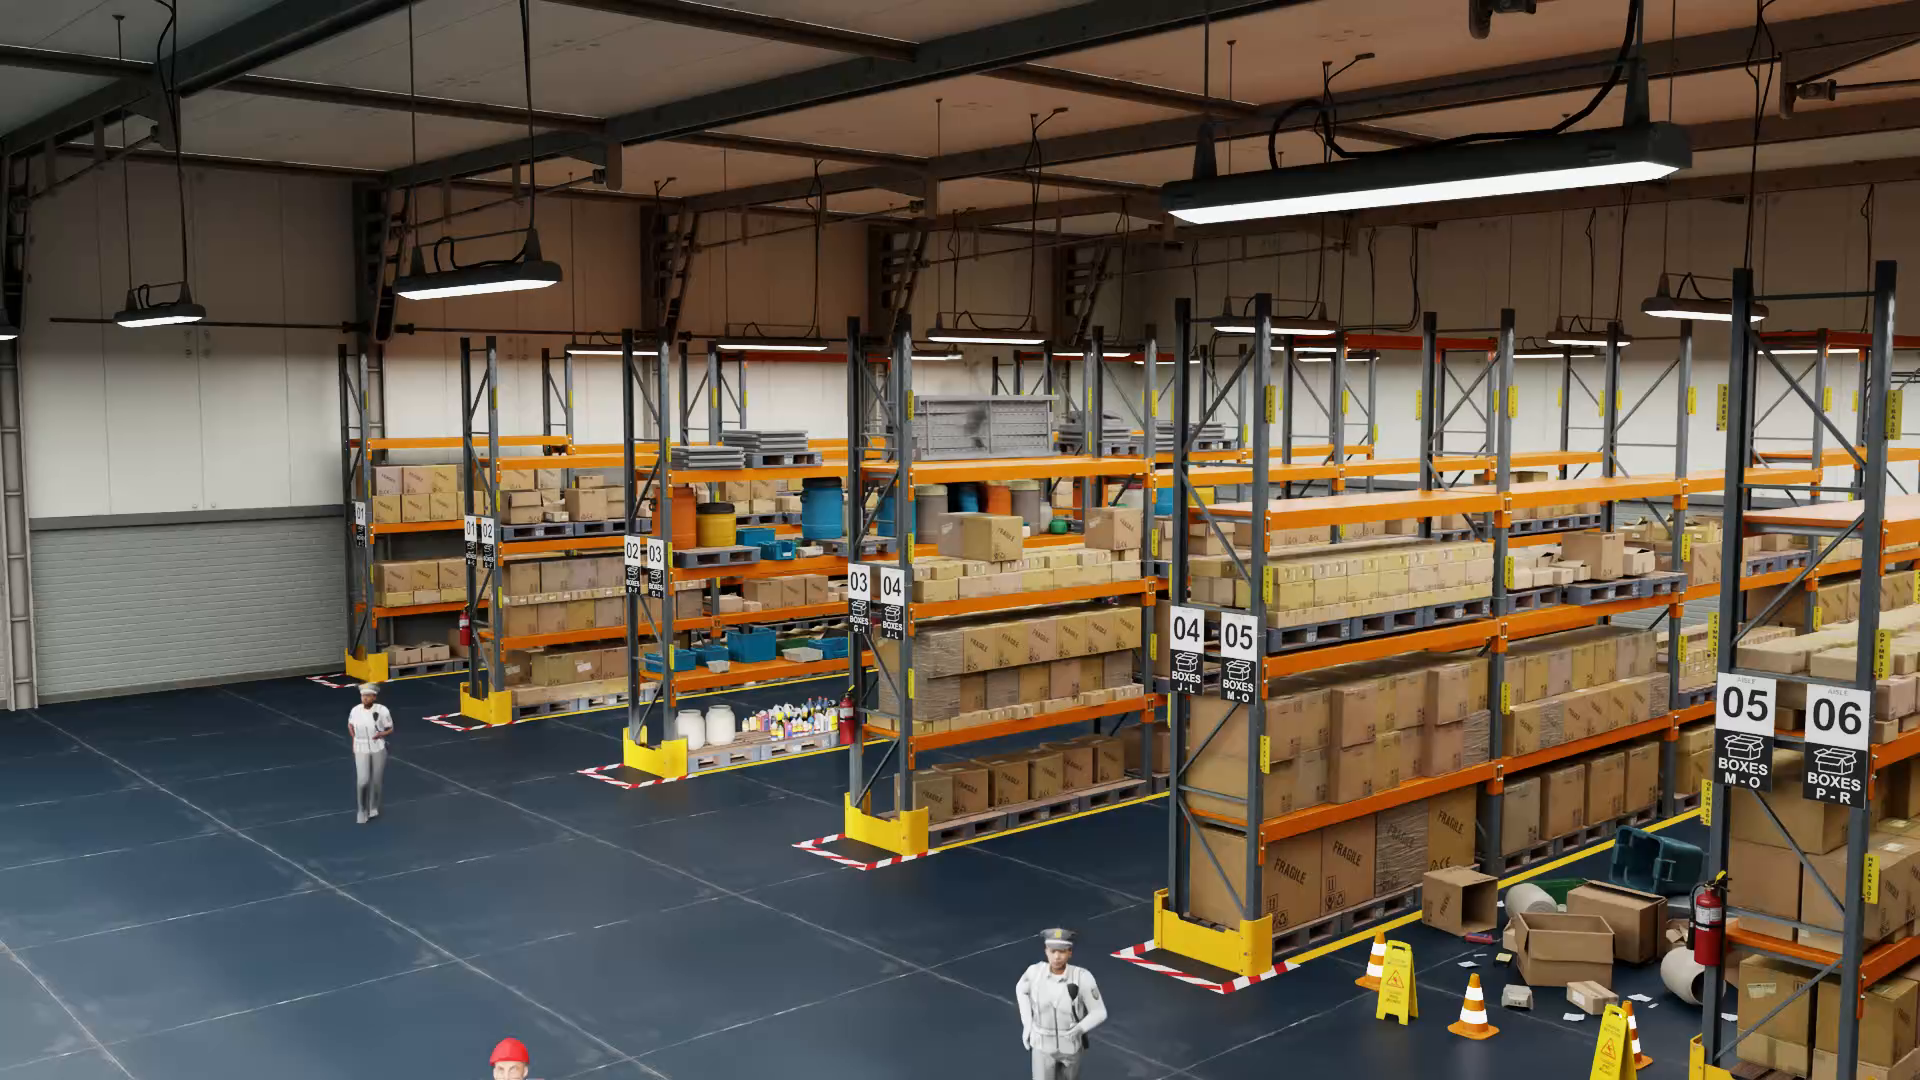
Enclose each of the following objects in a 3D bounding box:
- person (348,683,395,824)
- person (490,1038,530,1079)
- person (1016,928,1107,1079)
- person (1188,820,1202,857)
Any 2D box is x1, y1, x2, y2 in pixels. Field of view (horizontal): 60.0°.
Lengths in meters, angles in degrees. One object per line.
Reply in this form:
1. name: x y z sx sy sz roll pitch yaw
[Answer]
1. person: -7.048 2.557 19.900 0.549 1.719 0.672 -1 5 -15
2. person: -2.373 3.501 8.904 0.678 1.755 0.593 -1 5 -10
3. person: 0.659 3.355 10.884 0.599 1.745 0.778 0 5 4
4. person: 2.764 2.704 18.574 0.581 1.598 0.700 4 7 40
